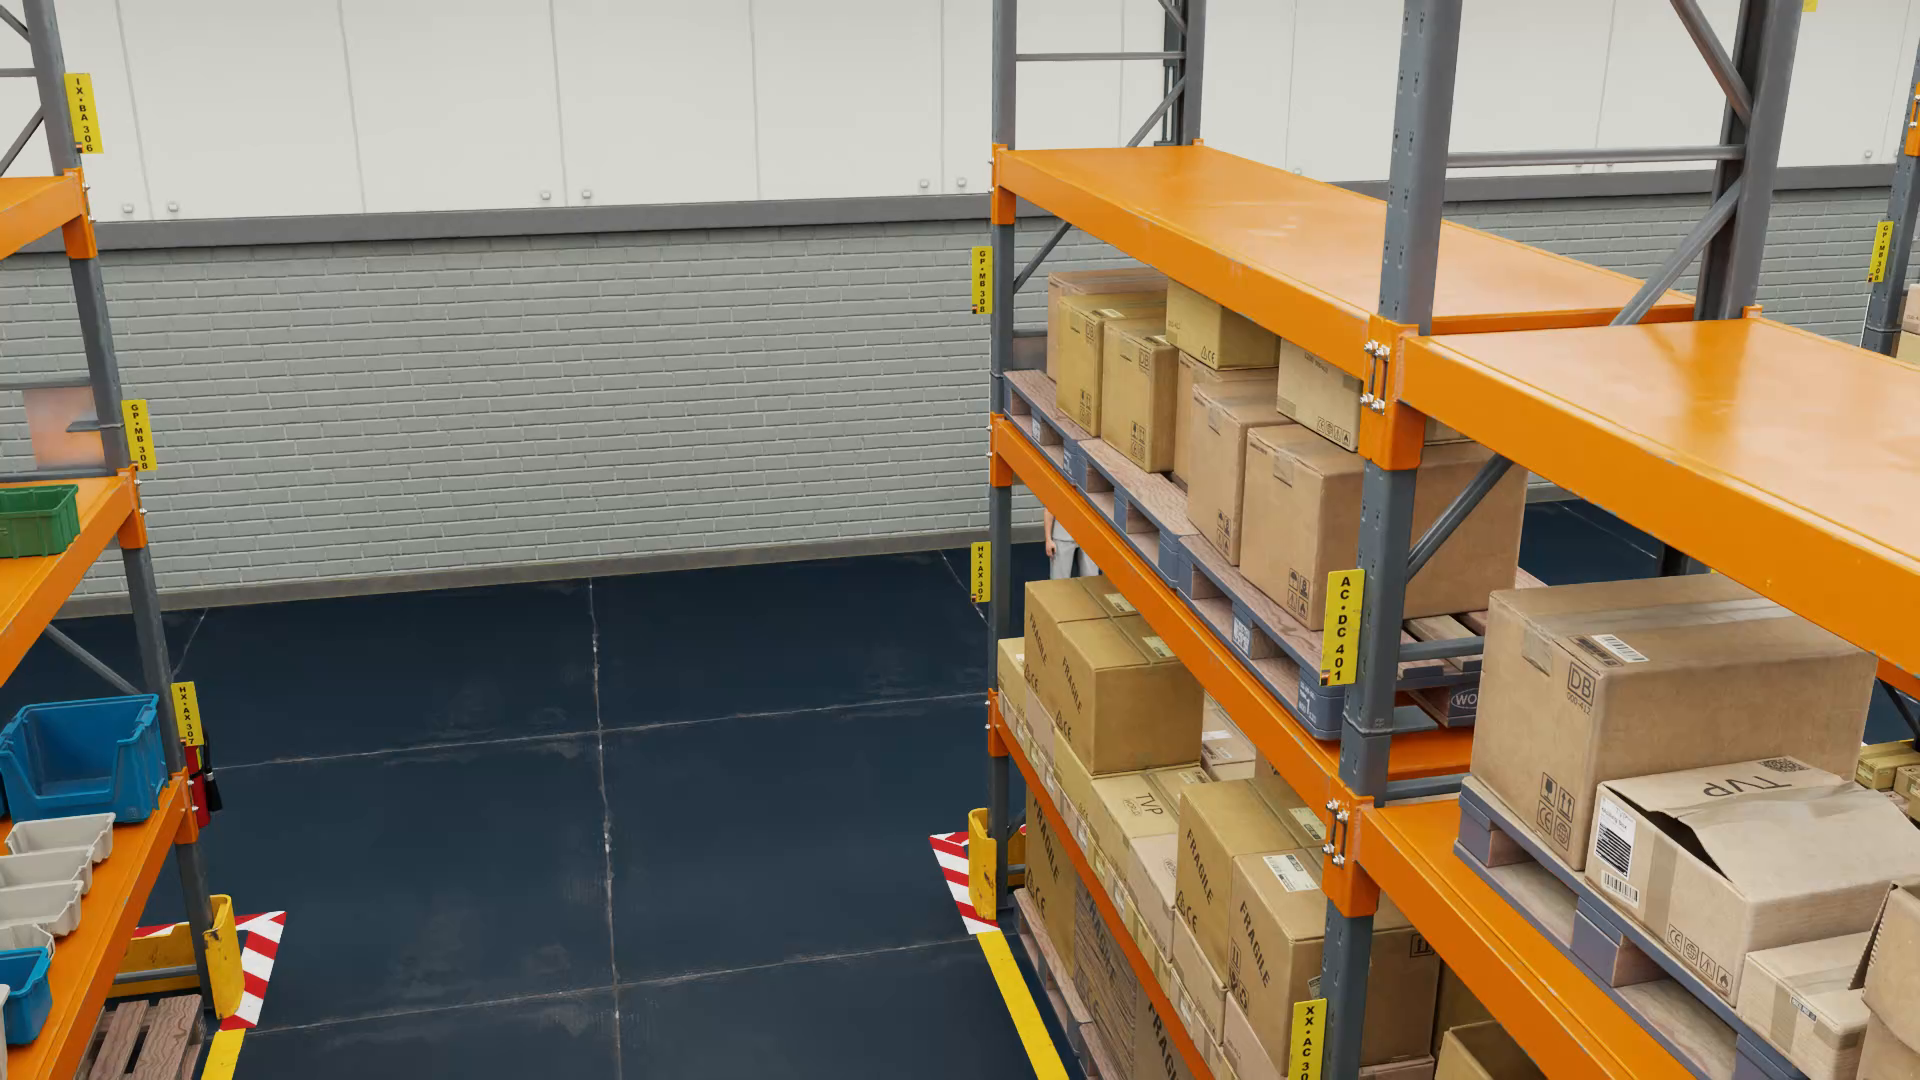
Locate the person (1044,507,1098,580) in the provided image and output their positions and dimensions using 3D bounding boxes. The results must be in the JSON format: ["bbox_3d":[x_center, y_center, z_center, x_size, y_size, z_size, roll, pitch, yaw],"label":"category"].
[{"bbox_3d":[0.865,0.013,12.324,0.486,1.668,0.406,-4,20,-12],"label":"person"}]
